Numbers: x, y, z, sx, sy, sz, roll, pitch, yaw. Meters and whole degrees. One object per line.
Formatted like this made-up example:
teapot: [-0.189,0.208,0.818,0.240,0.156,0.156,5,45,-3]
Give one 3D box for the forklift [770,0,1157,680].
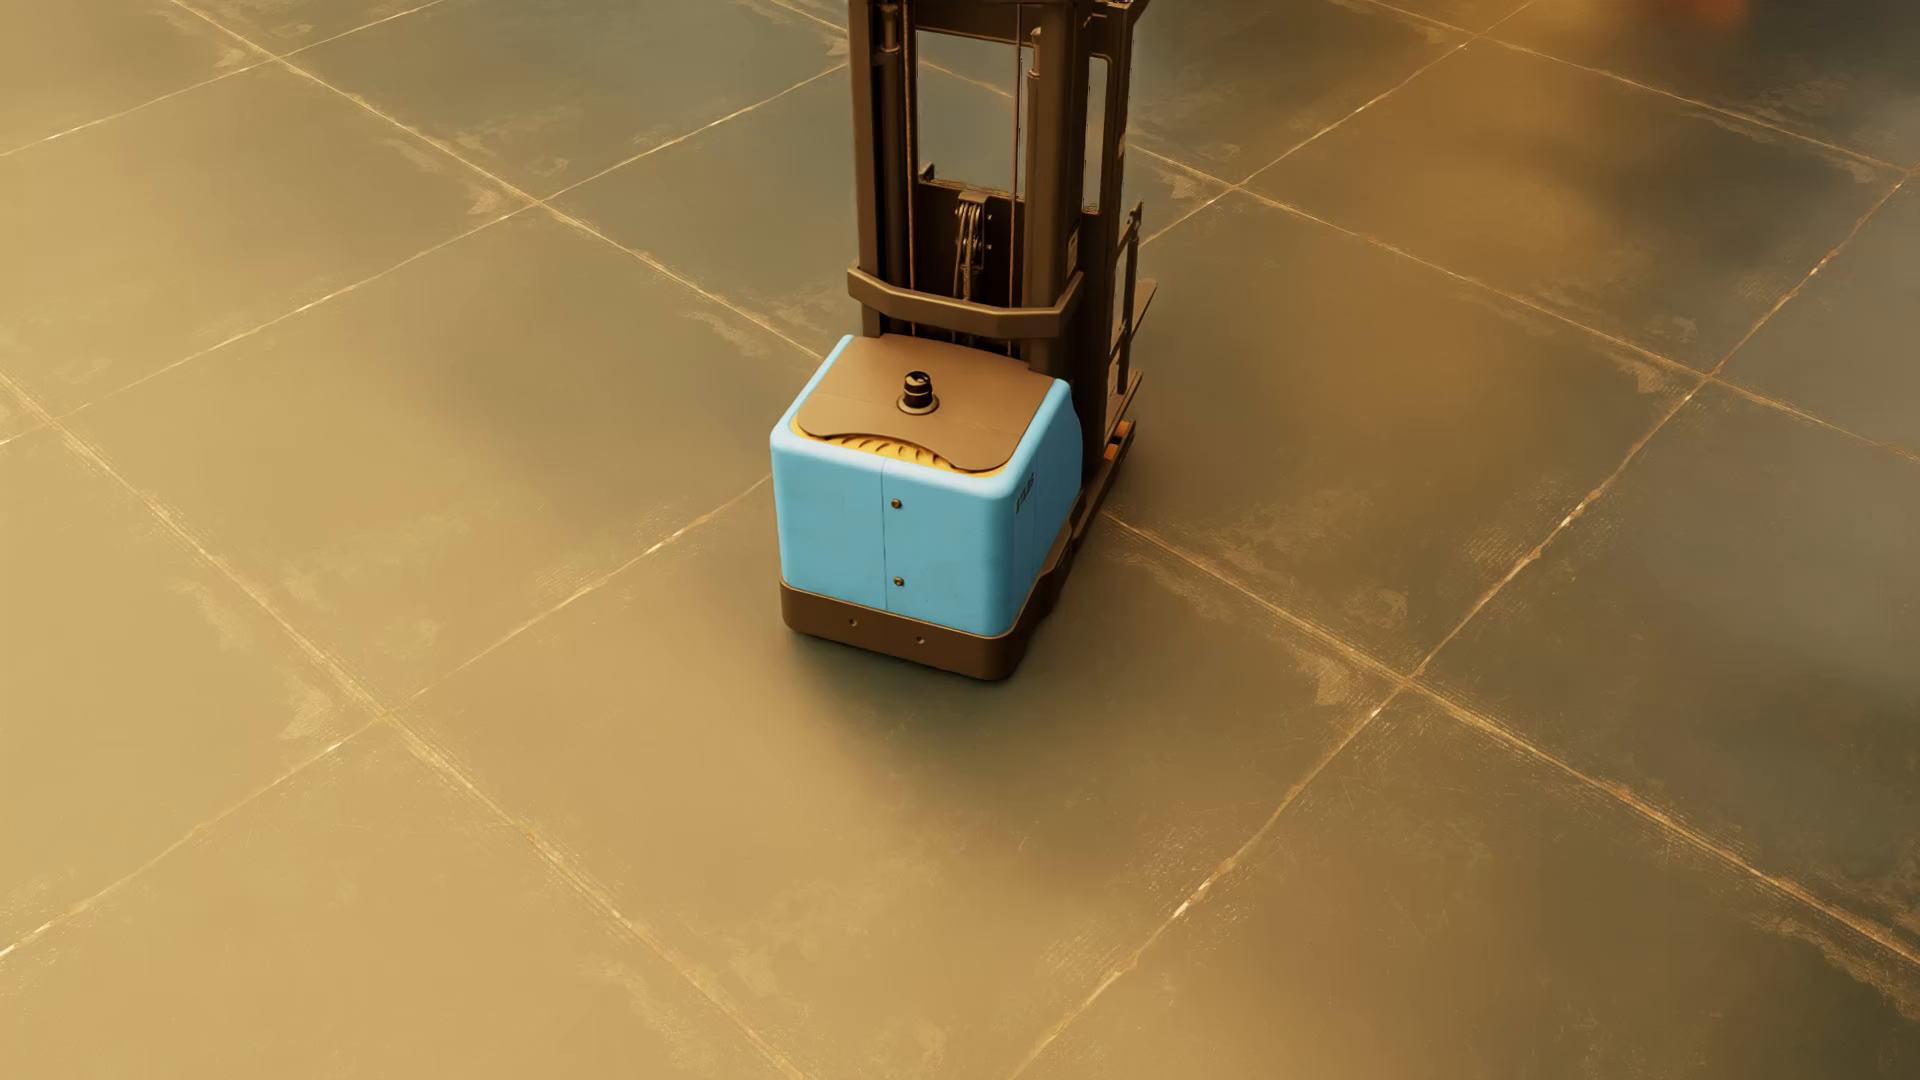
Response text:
forklift: [0.220,-1.499,7.176,1.130,2.935,3.031,14,42,15]
